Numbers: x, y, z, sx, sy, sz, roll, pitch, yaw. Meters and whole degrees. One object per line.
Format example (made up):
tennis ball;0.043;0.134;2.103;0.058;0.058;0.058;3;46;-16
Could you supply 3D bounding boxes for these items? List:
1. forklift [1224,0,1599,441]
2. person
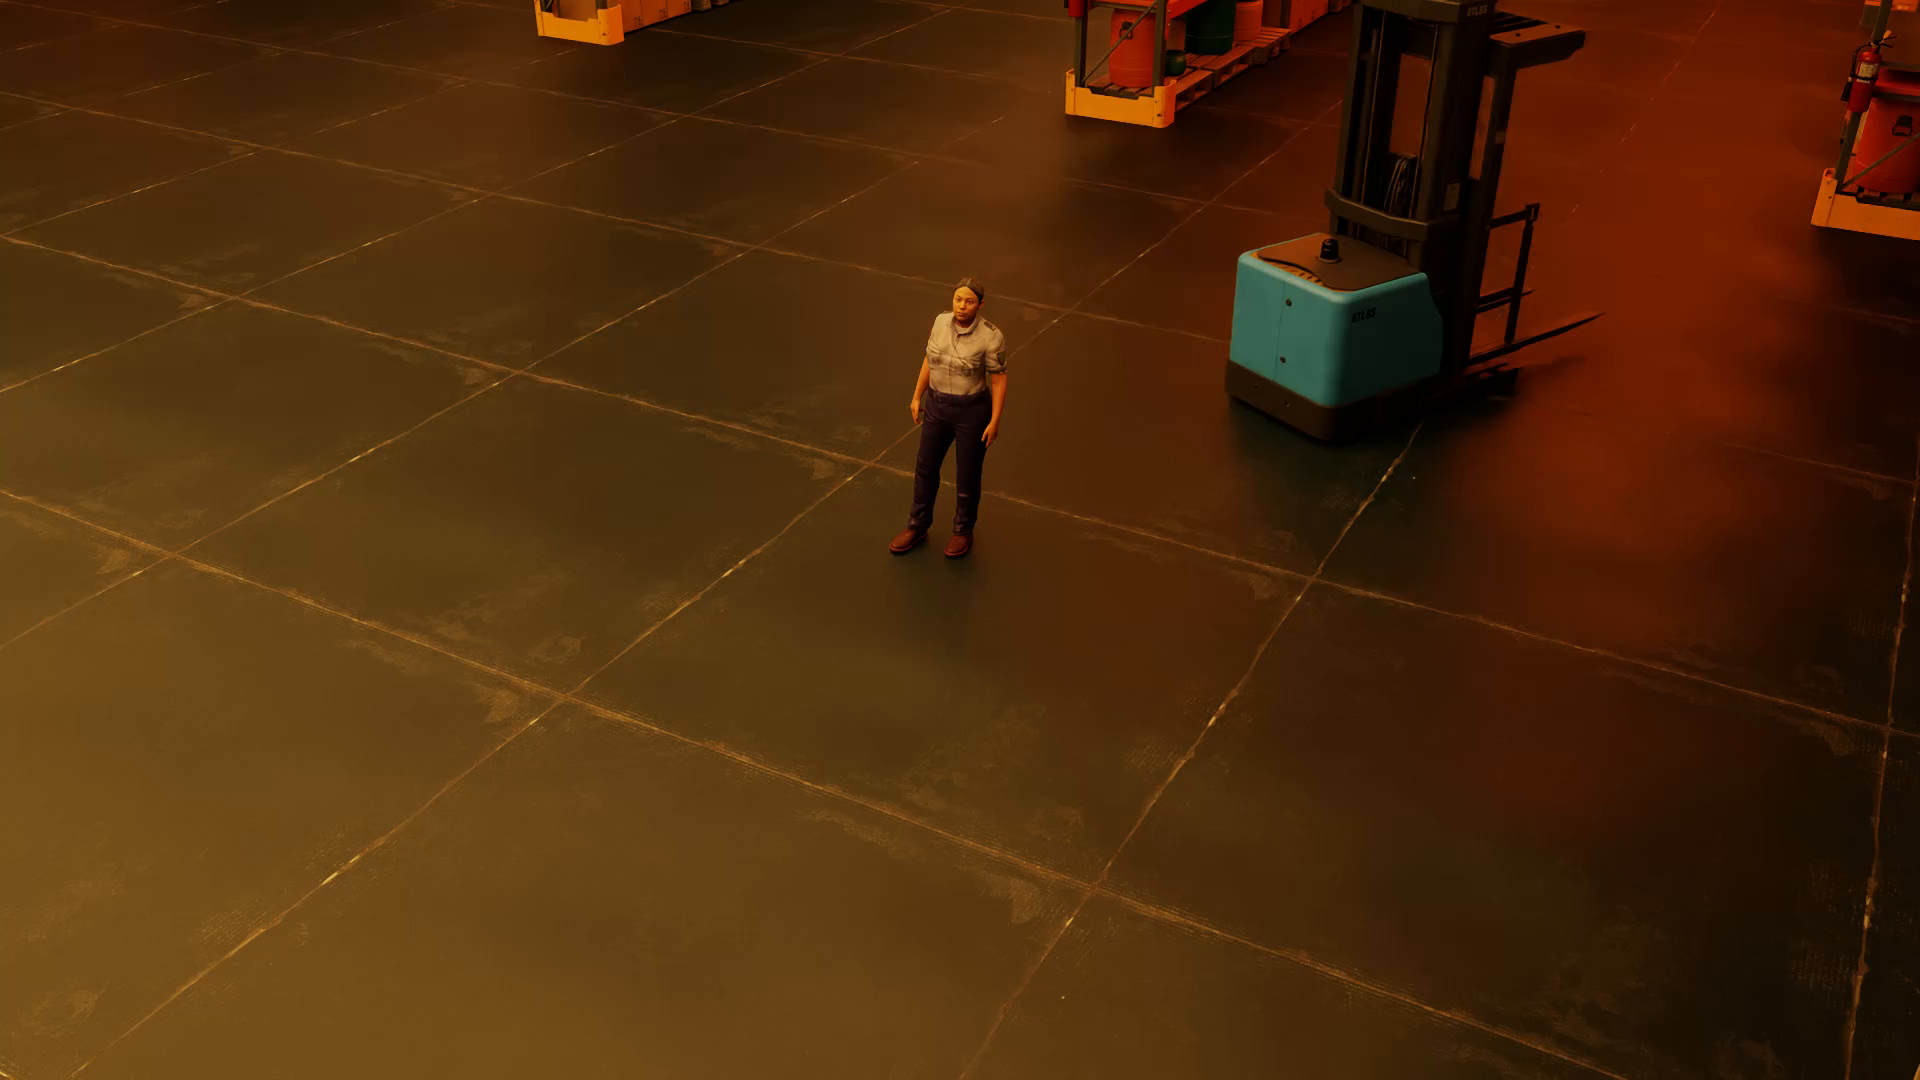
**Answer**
forklift;3.367;-2.488;11.381;3.031;2.935;1.130;-19;35;-29
person;-0.063;-0.687;9.529;0.598;1.651;0.503;15;33;25
